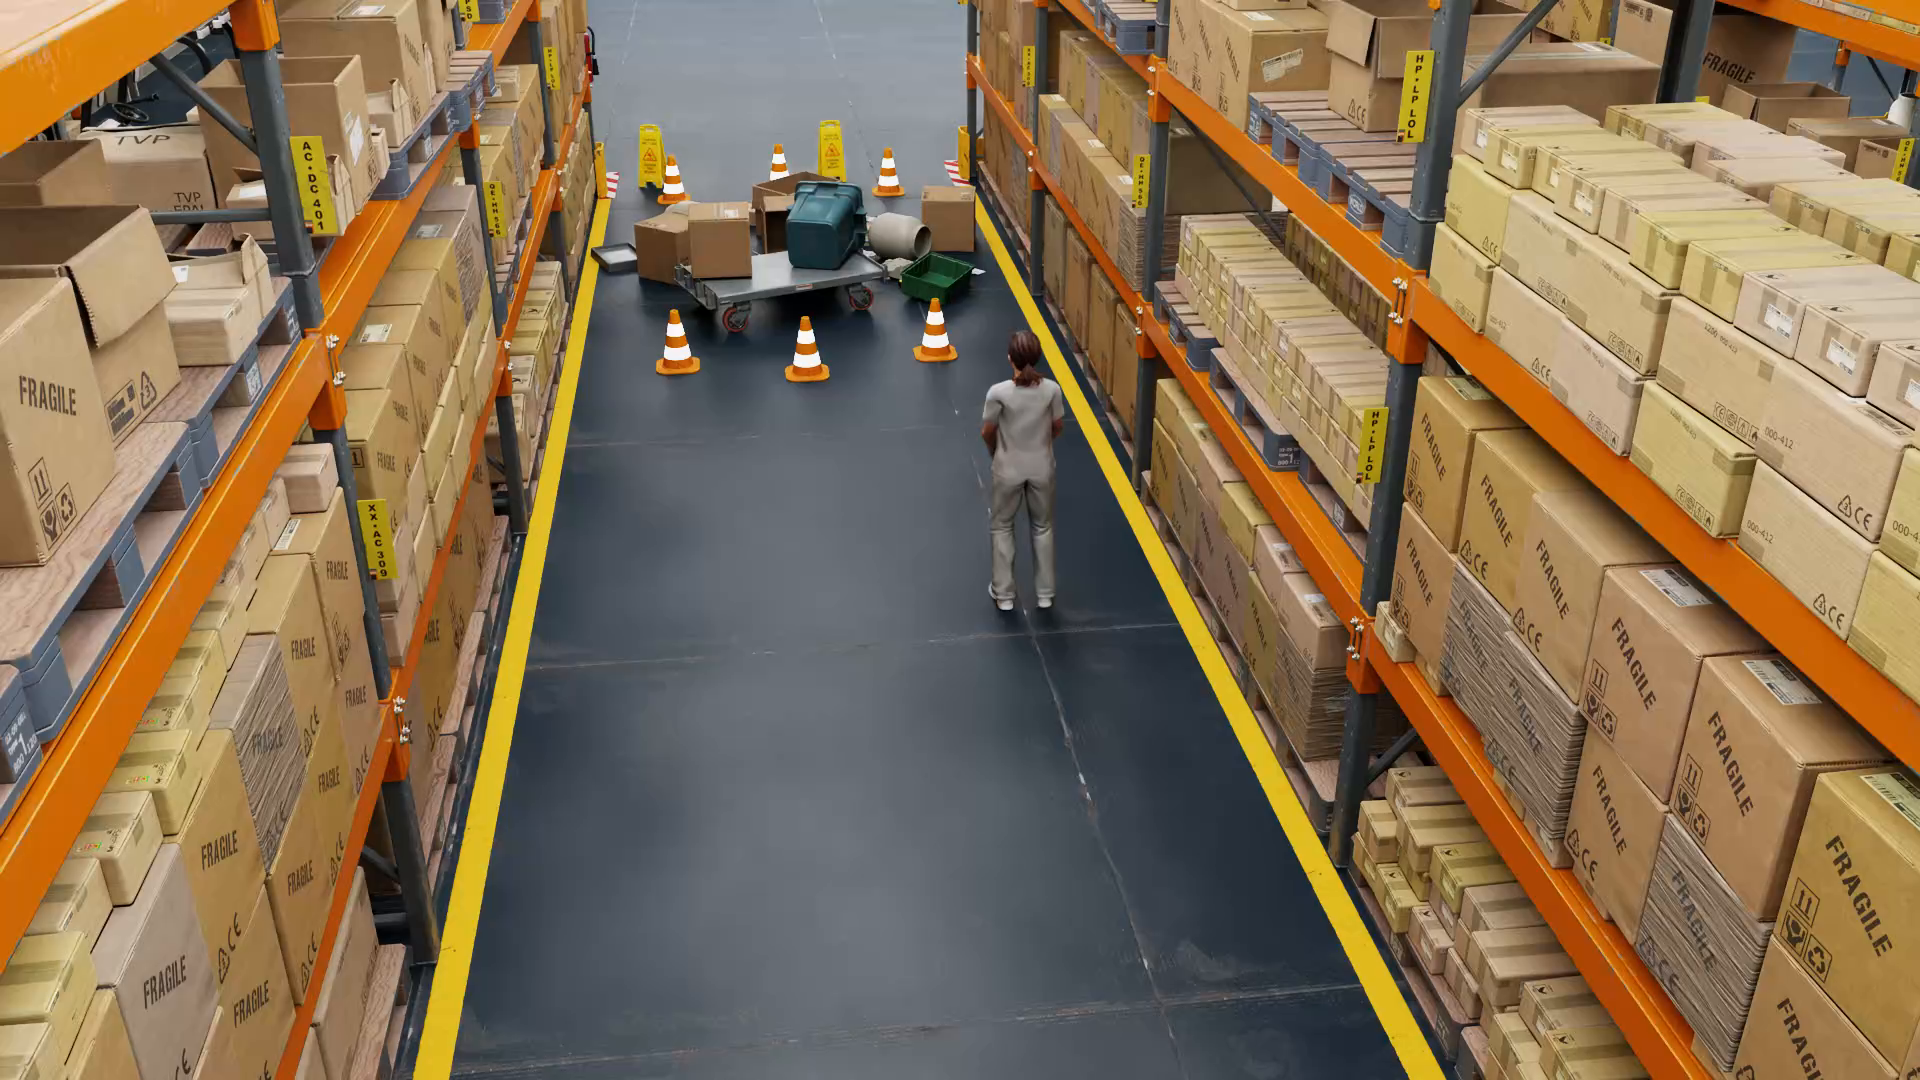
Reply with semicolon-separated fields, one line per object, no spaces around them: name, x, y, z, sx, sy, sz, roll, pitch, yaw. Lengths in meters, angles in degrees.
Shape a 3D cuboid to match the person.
person;0.344;-0.406;9.407;0.464;1.674;0.475;-4;27;-7
